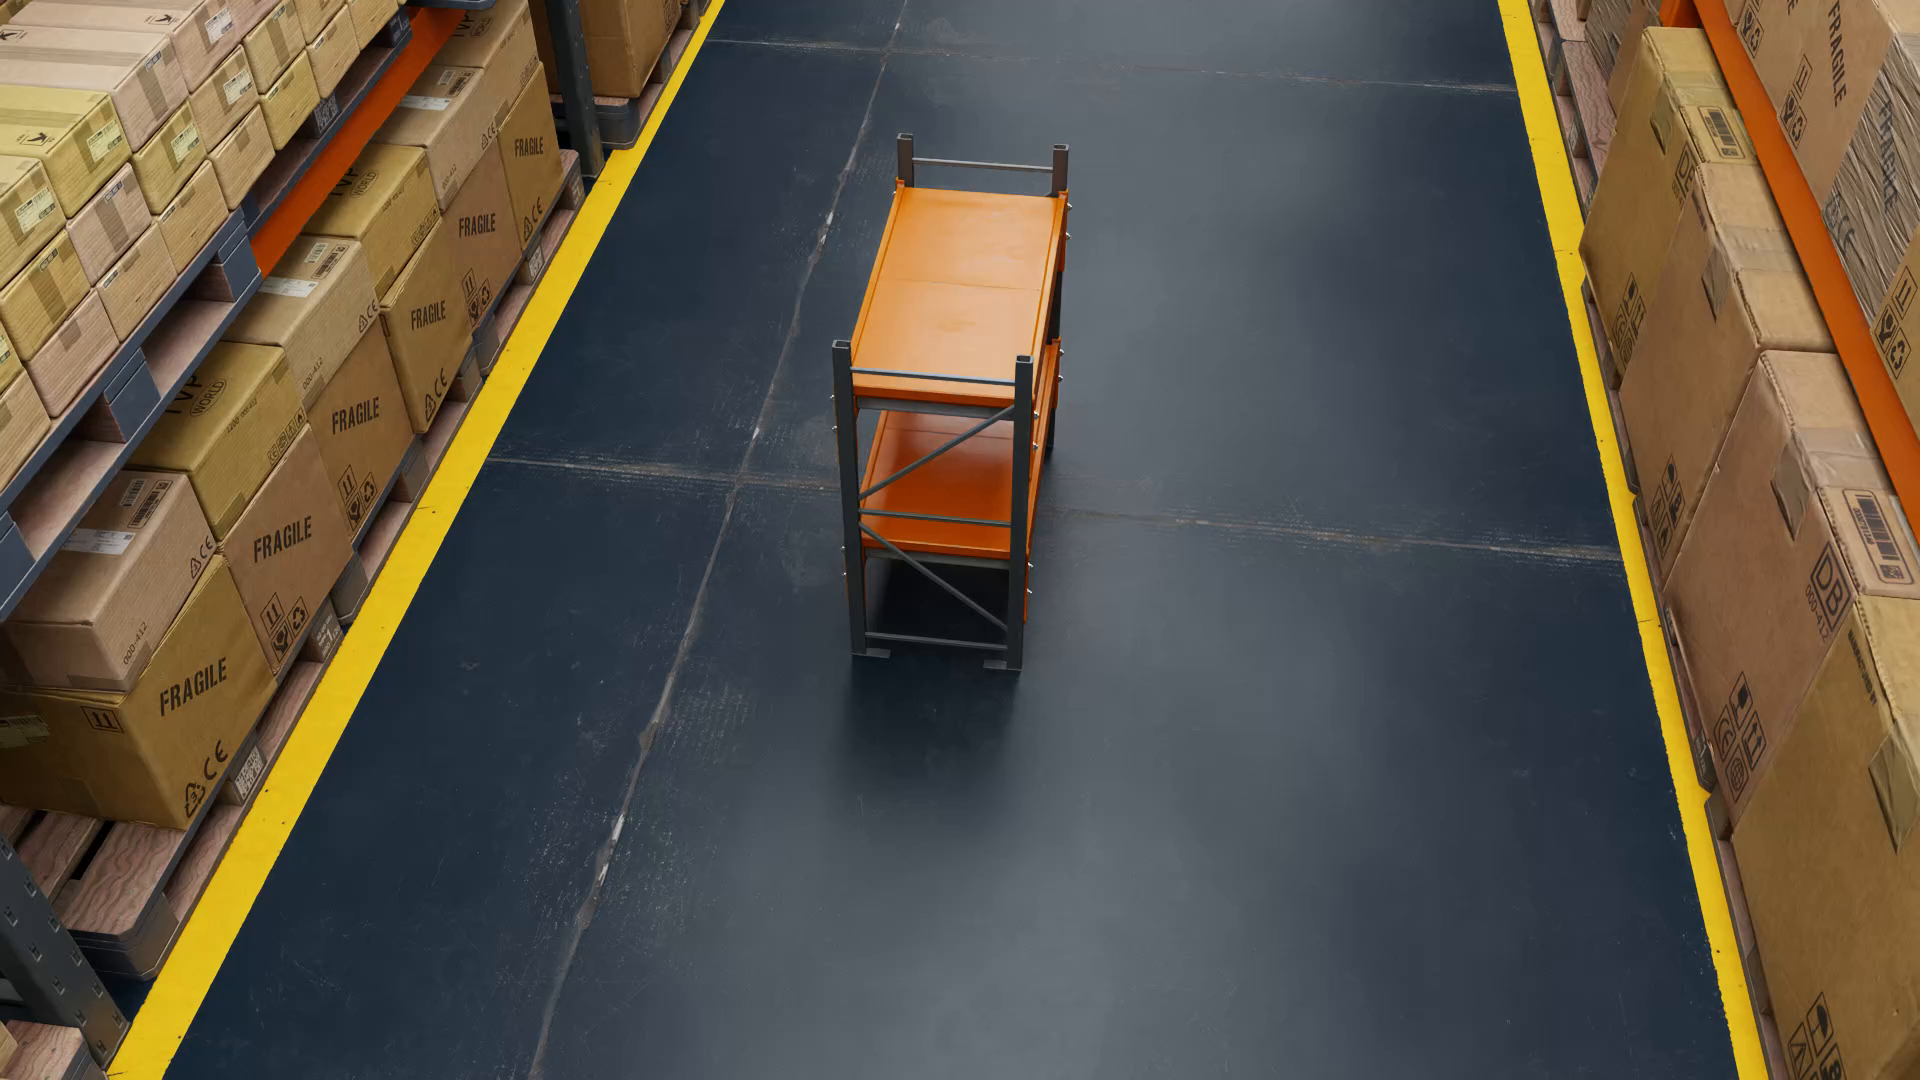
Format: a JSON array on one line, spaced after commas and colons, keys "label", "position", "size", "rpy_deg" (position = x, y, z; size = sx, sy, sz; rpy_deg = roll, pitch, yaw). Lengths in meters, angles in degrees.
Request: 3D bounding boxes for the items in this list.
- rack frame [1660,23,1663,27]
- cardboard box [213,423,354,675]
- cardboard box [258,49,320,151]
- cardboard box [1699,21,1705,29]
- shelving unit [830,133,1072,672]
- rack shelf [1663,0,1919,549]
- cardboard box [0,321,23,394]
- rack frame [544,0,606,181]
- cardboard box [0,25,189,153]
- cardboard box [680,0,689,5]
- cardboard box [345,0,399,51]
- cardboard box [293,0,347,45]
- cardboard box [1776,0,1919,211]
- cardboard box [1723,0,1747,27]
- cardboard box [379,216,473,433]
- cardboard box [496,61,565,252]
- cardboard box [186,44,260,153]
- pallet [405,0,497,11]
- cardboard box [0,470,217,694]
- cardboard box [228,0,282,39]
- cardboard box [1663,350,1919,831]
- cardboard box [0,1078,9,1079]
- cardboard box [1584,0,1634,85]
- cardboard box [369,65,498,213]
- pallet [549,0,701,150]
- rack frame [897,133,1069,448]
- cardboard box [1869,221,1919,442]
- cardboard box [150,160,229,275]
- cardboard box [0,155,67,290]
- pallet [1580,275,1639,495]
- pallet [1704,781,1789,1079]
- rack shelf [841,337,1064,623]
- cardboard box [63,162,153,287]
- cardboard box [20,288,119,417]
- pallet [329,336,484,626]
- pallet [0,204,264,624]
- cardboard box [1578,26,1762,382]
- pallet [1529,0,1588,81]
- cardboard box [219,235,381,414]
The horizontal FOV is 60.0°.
[{"label": "rack frame", "position": [2.931, -2.126, 5.314], "size": [1.000, 3.000, 0.127], "rpy_deg": [5, 44, 6]}, {"label": "cardboard box", "position": [-2.072, -0.005, 4.586], "size": [0.500, 0.500, 0.500], "rpy_deg": [7, 44, 7]}, {"label": "cardboard box", "position": [-1.826, -1.098, 4.106], "size": [0.380, 0.149, 0.250], "rpy_deg": [5, 44, 5]}, {"label": "cardboard box", "position": [2.990, -2.110, 6.249], "size": [0.500, 0.250, 0.500], "rpy_deg": [7, 44, 7]}, {"label": "shelving unit", "position": [-0.001, -0.404, 4.858], "size": [0.538, 1.125, 1.048], "rpy_deg": [5, 44, 6]}, {"label": "rack shelf", "position": [2.667, -0.502, 4.122], "size": [1.077, 0.370, 4.000], "rpy_deg": [5, 44, 6]}, {"label": "cardboard box", "position": [-1.993, -0.316, 3.063], "size": [0.380, 0.149, 0.250], "rpy_deg": [6, 44, 6]}, {"label": "rack frame", "position": [-1.972, -2.646, 5.863], "size": [1.000, 3.000, 0.127], "rpy_deg": [5, 44, 6]}, {"label": "cardboard box", "position": [-1.890, -0.959, 3.526], "size": [0.380, 0.149, 0.250], "rpy_deg": [5, 44, 5]}, {"label": "cardboard box", "position": [-1.690, -2.985, 7.551], "size": [1.050, 0.750, 0.750], "rpy_deg": [6, 44, 6]}, {"label": "cardboard box", "position": [-1.756, -1.456, 4.483], "size": [0.380, 0.149, 0.250], "rpy_deg": [6, 44, 7]}, {"label": "cardboard box", "position": [-1.788, -1.382, 4.189], "size": [0.380, 0.149, 0.250], "rpy_deg": [4, 44, 5]}, {"label": "cardboard box", "position": [2.467, -1.155, 4.215], "size": [0.500, 0.500, 0.500], "rpy_deg": [5, 44, 5]}, {"label": "cardboard box", "position": [2.597, -1.856, 4.956], "size": [0.500, 0.500, 0.500], "rpy_deg": [6, 44, 7]}, {"label": "cardboard box", "position": [-1.926, -0.703, 5.324], "size": [0.500, 0.500, 0.500], "rpy_deg": [3, 44, 4]}, {"label": "cardboard box", "position": [-1.800, -1.419, 6.079], "size": [0.500, 0.500, 0.500], "rpy_deg": [5, 44, 5]}, {"label": "cardboard box", "position": [-1.860, -1.030, 3.817], "size": [0.380, 0.149, 0.250], "rpy_deg": [7, 44, 7]}, {"label": "pallet", "position": [-1.961, -2.081, 5.406], "size": [1.213, 0.211, 1.003], "rpy_deg": [5, 44, 6]}, {"label": "cardboard box", "position": [-2.141, 0.083, 3.948], "size": [0.500, 0.250, 0.500], "rpy_deg": [3, 44, 4]}, {"label": "cardboard box", "position": [-1.823, -1.305, 3.891], "size": [0.380, 0.149, 0.250], "rpy_deg": [7, 44, 7]}, {"label": "cardboard box", "position": [2.584, 0.172, 4.127], "size": [1.225, 0.875, 0.875], "rpy_deg": [4, 44, 4]}, {"label": "cardboard box", "position": [-2.215, 1.261, 3.505], "size": [0.380, 0.149, 0.250], "rpy_deg": [6, 44, 6]}, {"label": "cardboard box", "position": [3.060, -2.216, 6.907], "size": [0.700, 0.500, 0.500], "rpy_deg": [2, 43, 2]}, {"label": "cardboard box", "position": [-1.859, -1.328, 5.438], "size": [0.500, 0.250, 0.500], "rpy_deg": [6, 44, 6]}, {"label": "pallet", "position": [-1.793, -2.164, 7.382], "size": [1.003, 0.211, 1.213], "rpy_deg": [5, 44, 6]}, {"label": "rack frame", "position": [0.066, -0.750, 5.224], "size": [0.500, 1.125, 0.032], "rpy_deg": [5, 44, 6]}, {"label": "cardboard box", "position": [2.328, -0.473, 3.496], "size": [0.500, 0.500, 0.500], "rpy_deg": [5, 44, 5]}, {"label": "cardboard box", "position": [-1.891, -0.738, 3.725], "size": [0.380, 0.149, 0.250], "rpy_deg": [6, 44, 6]}, {"label": "cardboard box", "position": [-1.962, -0.615, 3.162], "size": [0.380, 0.149, 0.250], "rpy_deg": [6, 44, 7]}, {"label": "pallet", "position": [2.752, -0.583, 5.712], "size": [1.003, 0.211, 1.213], "rpy_deg": [5, 44, 6]}, {"label": "pallet", "position": [2.430, 1.080, 3.956], "size": [1.003, 0.211, 1.213], "rpy_deg": [5, 44, 6]}, {"label": "rack shelf", "position": [-0.001, -0.226, 5.027], "size": [0.538, 0.278, 1.000], "rpy_deg": [5, 44, 6]}, {"label": "cardboard box", "position": [-1.927, -0.669, 3.435], "size": [0.380, 0.149, 0.250], "rpy_deg": [6, 44, 7]}, {"label": "cardboard box", "position": [-1.962, -0.397, 3.365], "size": [0.380, 0.149, 0.250], "rpy_deg": [6, 44, 6]}, {"label": "pallet", "position": [-2.241, -0.272, 5.384], "size": [1.003, 0.211, 1.213], "rpy_deg": [5, 44, 6]}, {"label": "pallet", "position": [-2.256, -0.358, 3.586], "size": [1.003, 0.211, 1.213], "rpy_deg": [5, 44, 6]}, {"label": "cardboard box", "position": [2.819, -1.039, 5.405], "size": [1.225, 0.875, 0.875], "rpy_deg": [3, 44, 4]}, {"label": "pallet", "position": [3.200, -2.475, 7.711], "size": [1.003, 0.211, 1.213], "rpy_deg": [5, 44, 6]}, {"label": "cardboard box", "position": [-2.002, -0.627, 4.698], "size": [0.500, 0.250, 0.500], "rpy_deg": [7, 44, 7]}]
